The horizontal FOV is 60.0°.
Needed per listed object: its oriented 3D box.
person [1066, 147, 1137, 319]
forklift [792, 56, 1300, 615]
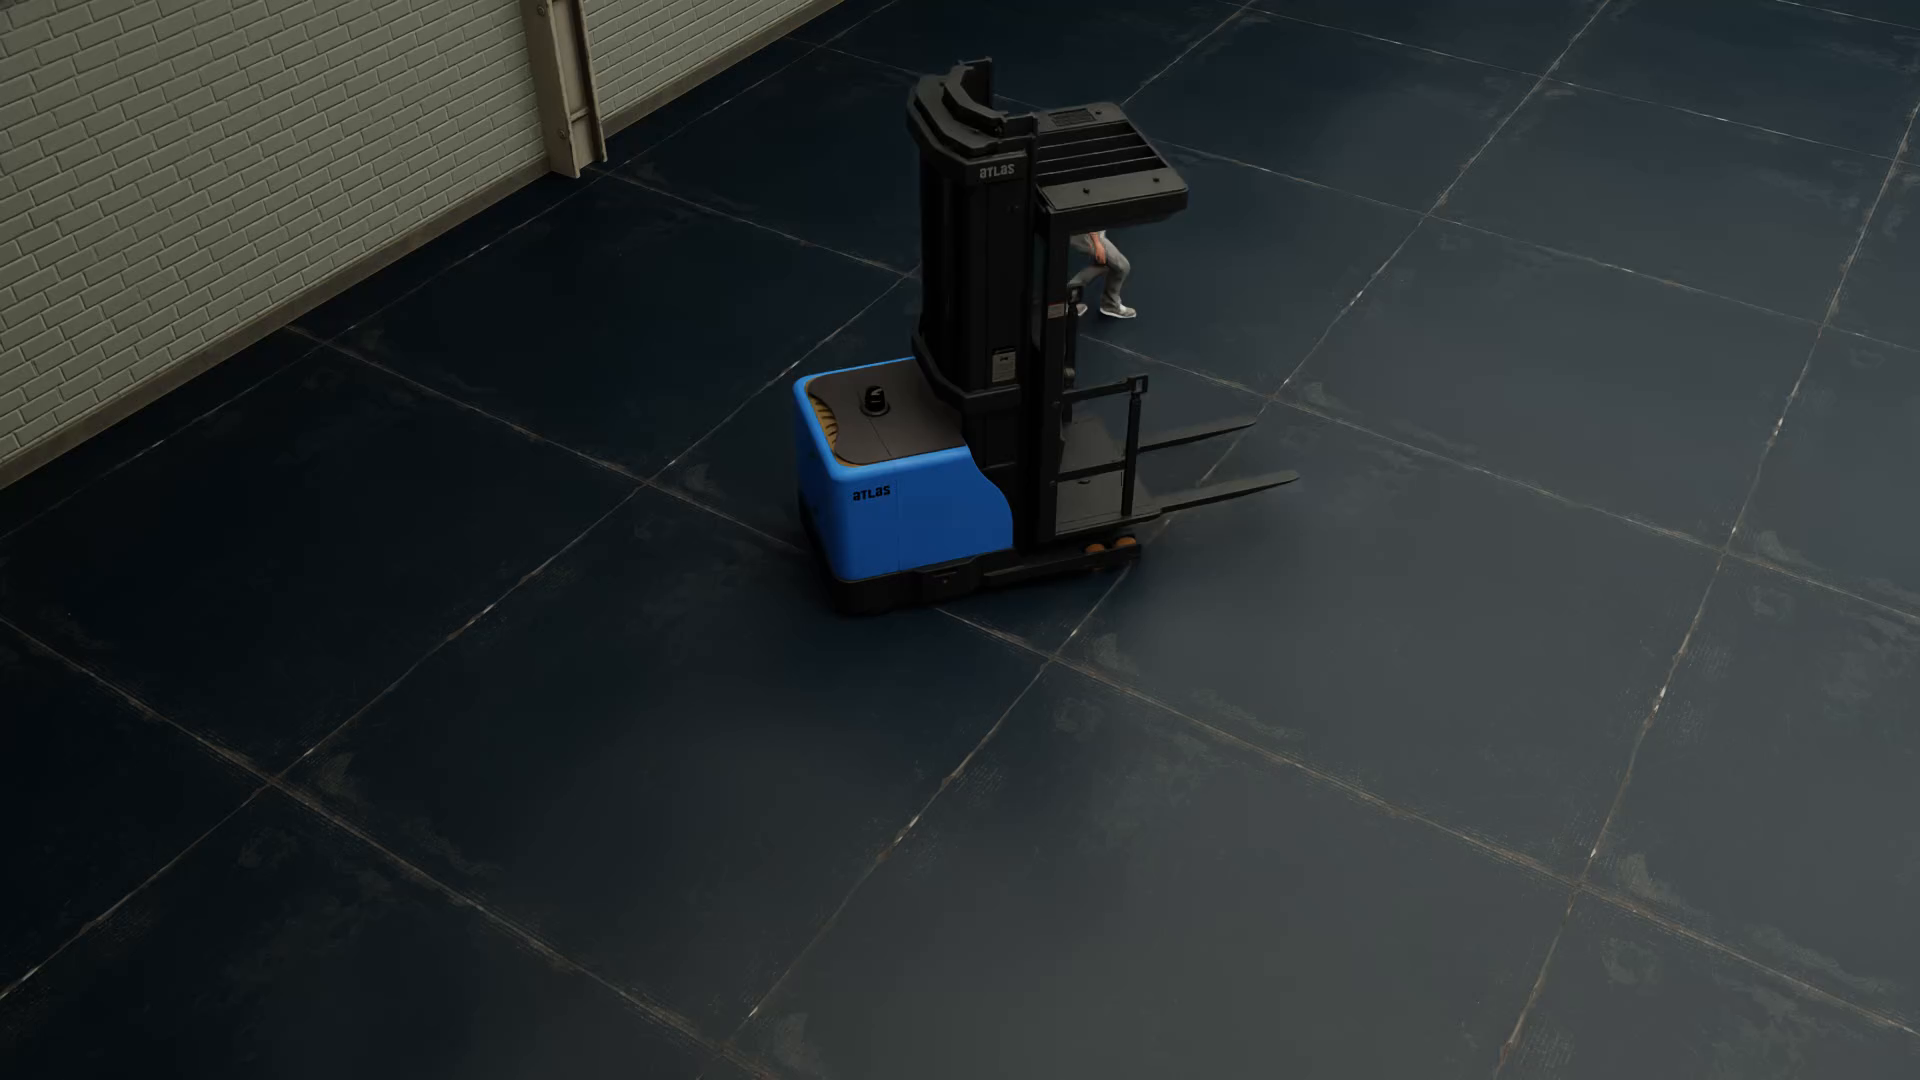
[{"bbox_3d":[1.052,-2.122,11.615,0.774,1.474,0.744,1,40,1],"label":"person"},{"bbox_3d":[0.580,-1.245,9.436,3.031,2.935,1.130,-12,42,-14],"label":"forklift"}]
